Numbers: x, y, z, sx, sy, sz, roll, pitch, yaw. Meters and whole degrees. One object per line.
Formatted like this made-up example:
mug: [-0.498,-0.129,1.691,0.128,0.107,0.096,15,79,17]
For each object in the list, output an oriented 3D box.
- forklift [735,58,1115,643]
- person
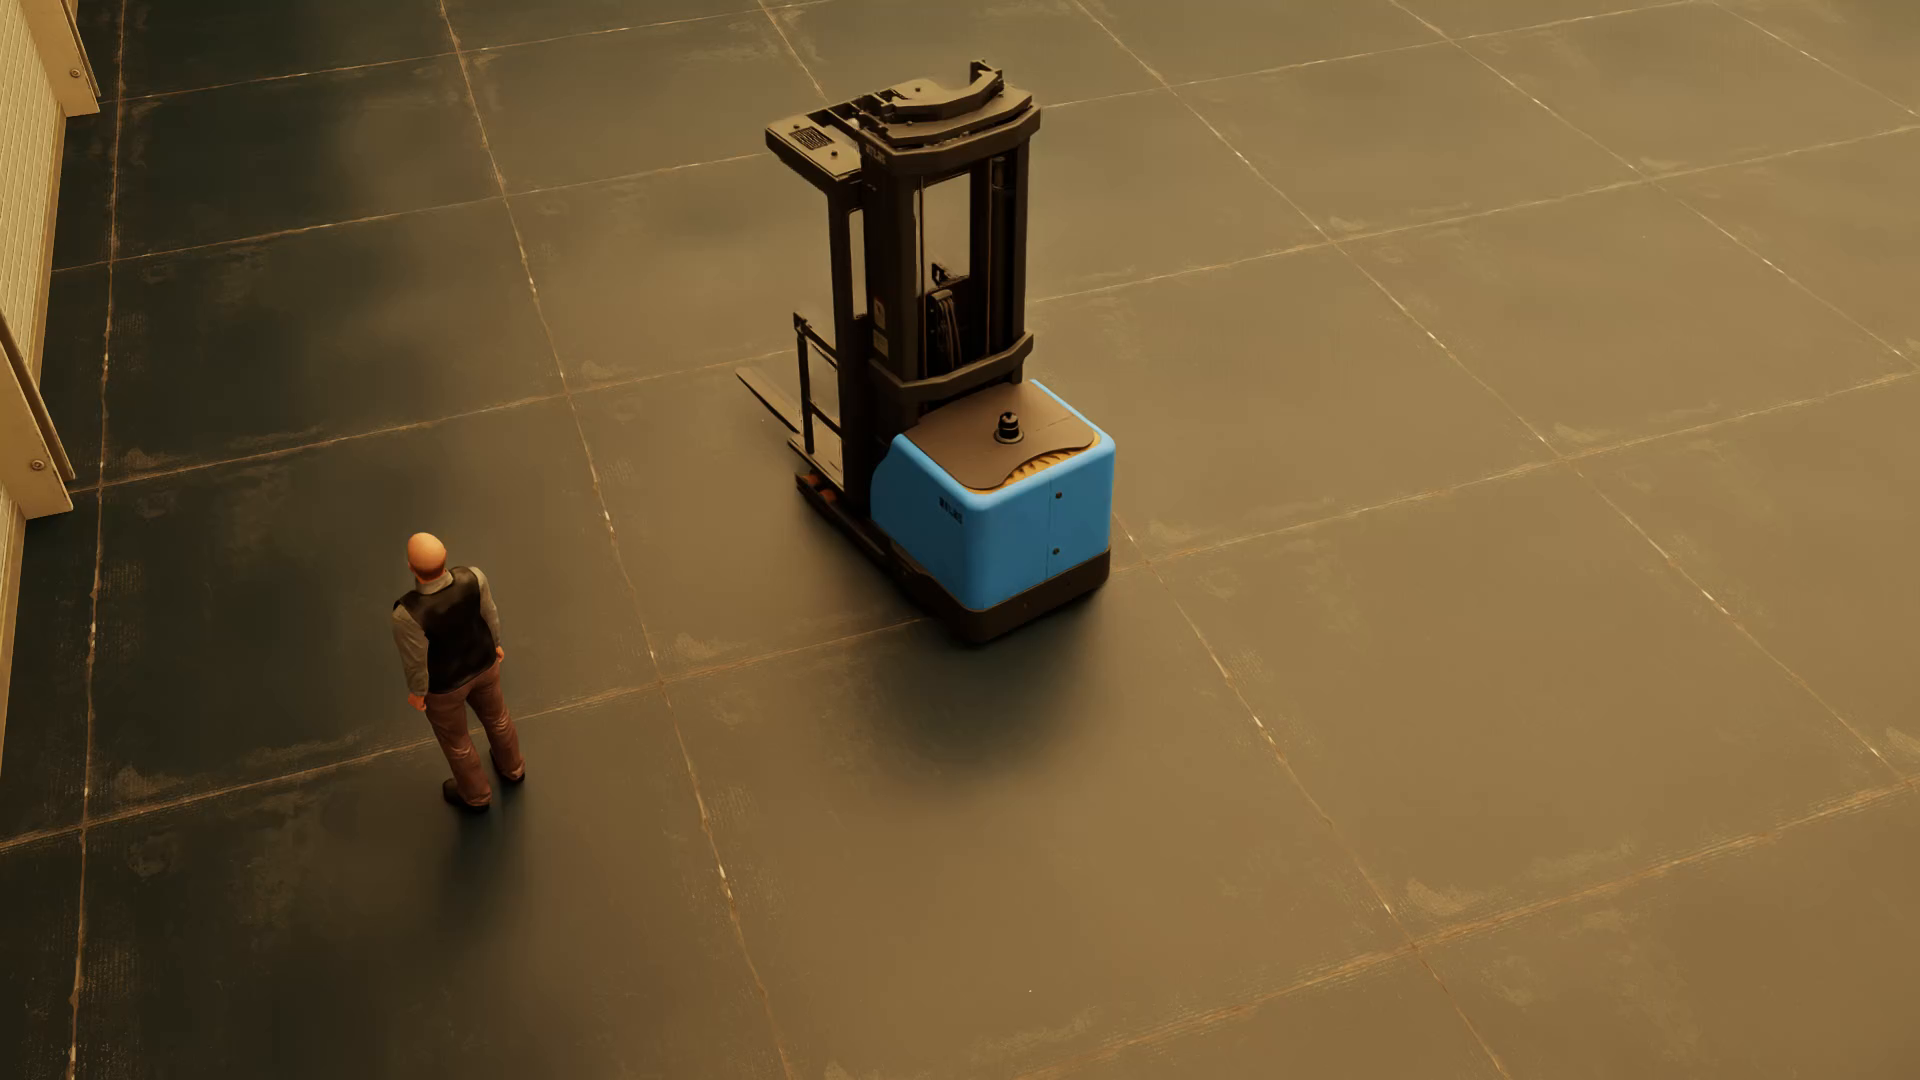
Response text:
forklift: [-0.380,-1.443,9.715,1.130,2.935,3.031,-25,46,-26]
person: [-2.487,0.640,8.175,0.362,1.725,0.535,29,48,30]
